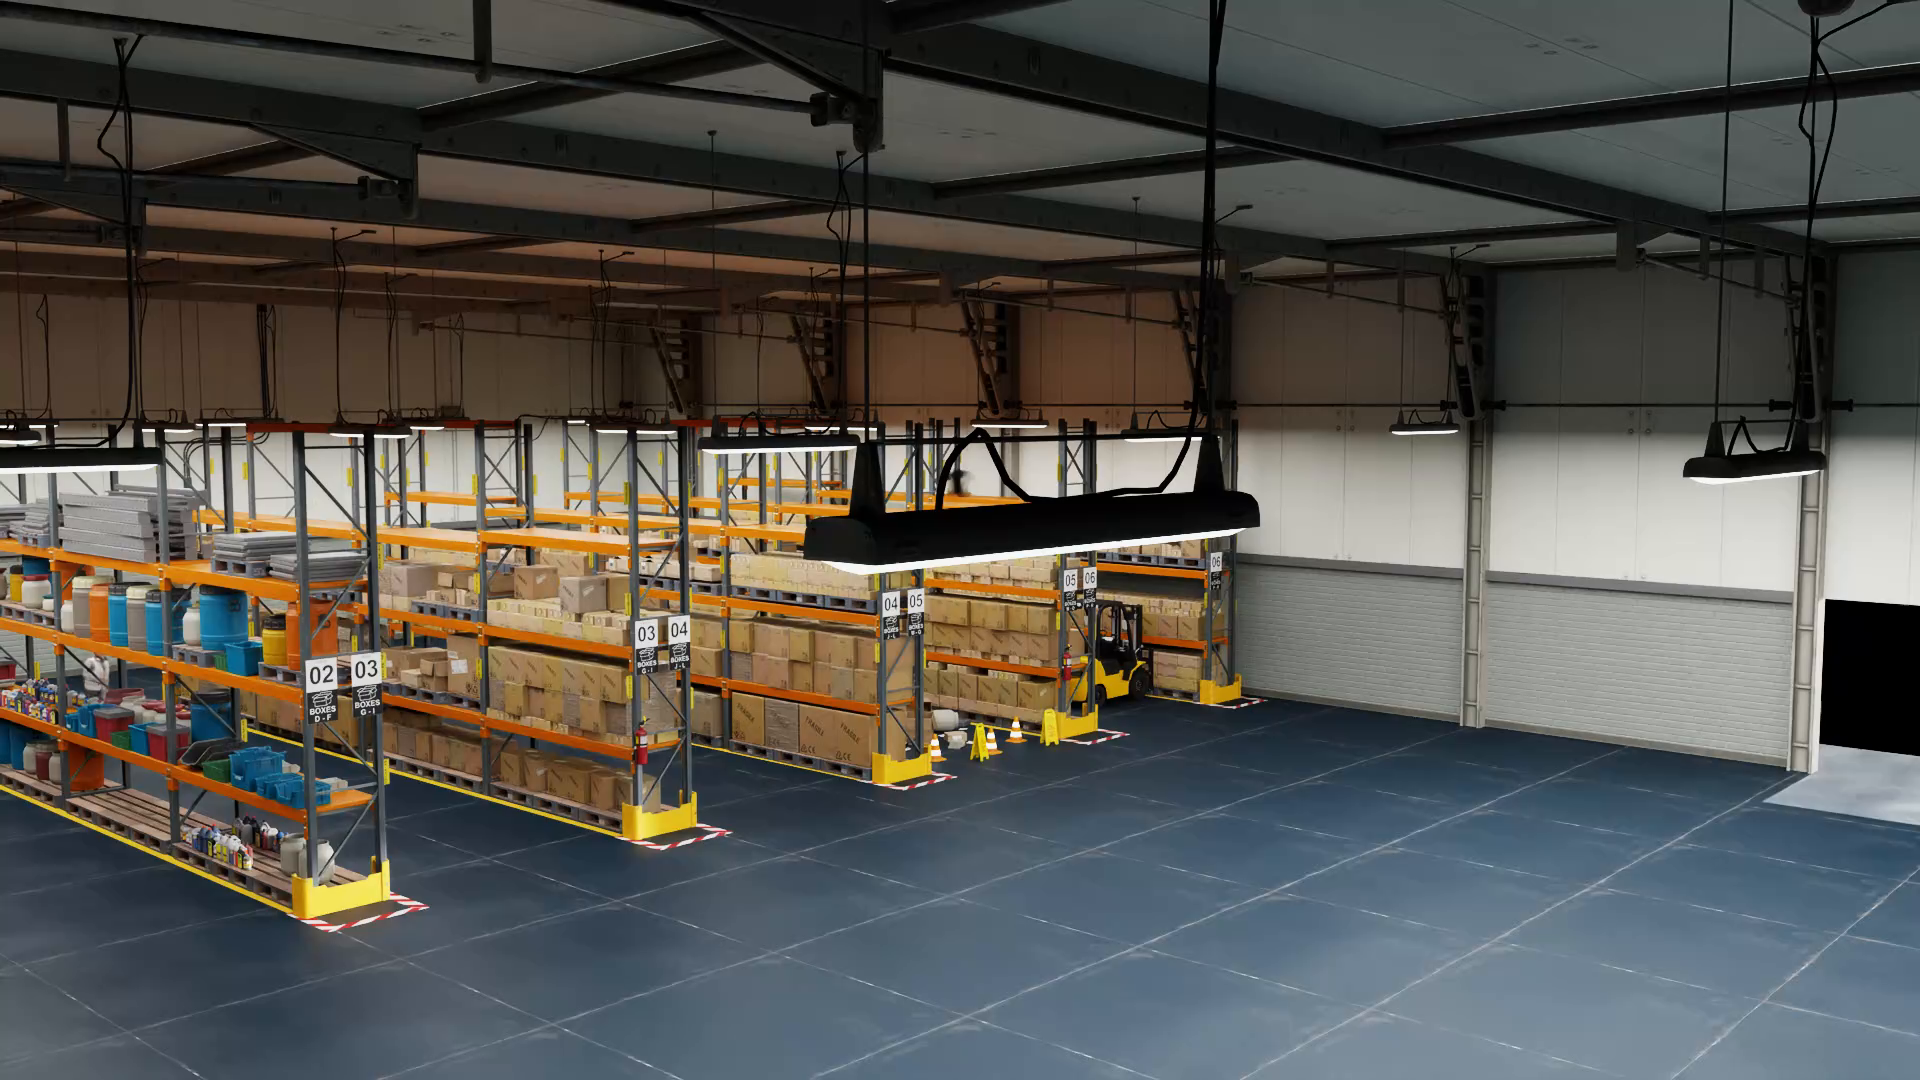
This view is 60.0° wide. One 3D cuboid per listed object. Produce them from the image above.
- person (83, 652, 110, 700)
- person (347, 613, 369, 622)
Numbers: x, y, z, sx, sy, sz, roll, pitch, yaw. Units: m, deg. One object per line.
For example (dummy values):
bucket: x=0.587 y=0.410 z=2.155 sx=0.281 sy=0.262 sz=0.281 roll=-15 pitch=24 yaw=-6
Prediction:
person: x=-16.642 y=2.840 z=31.981 sx=0.826 sy=1.739 sz=0.641 roll=2 pitch=5 yaw=27
person: x=-14.594 y=2.296 z=40.431 sx=0.578 sy=1.440 sz=0.873 roll=-2 pitch=5 yaw=-21
